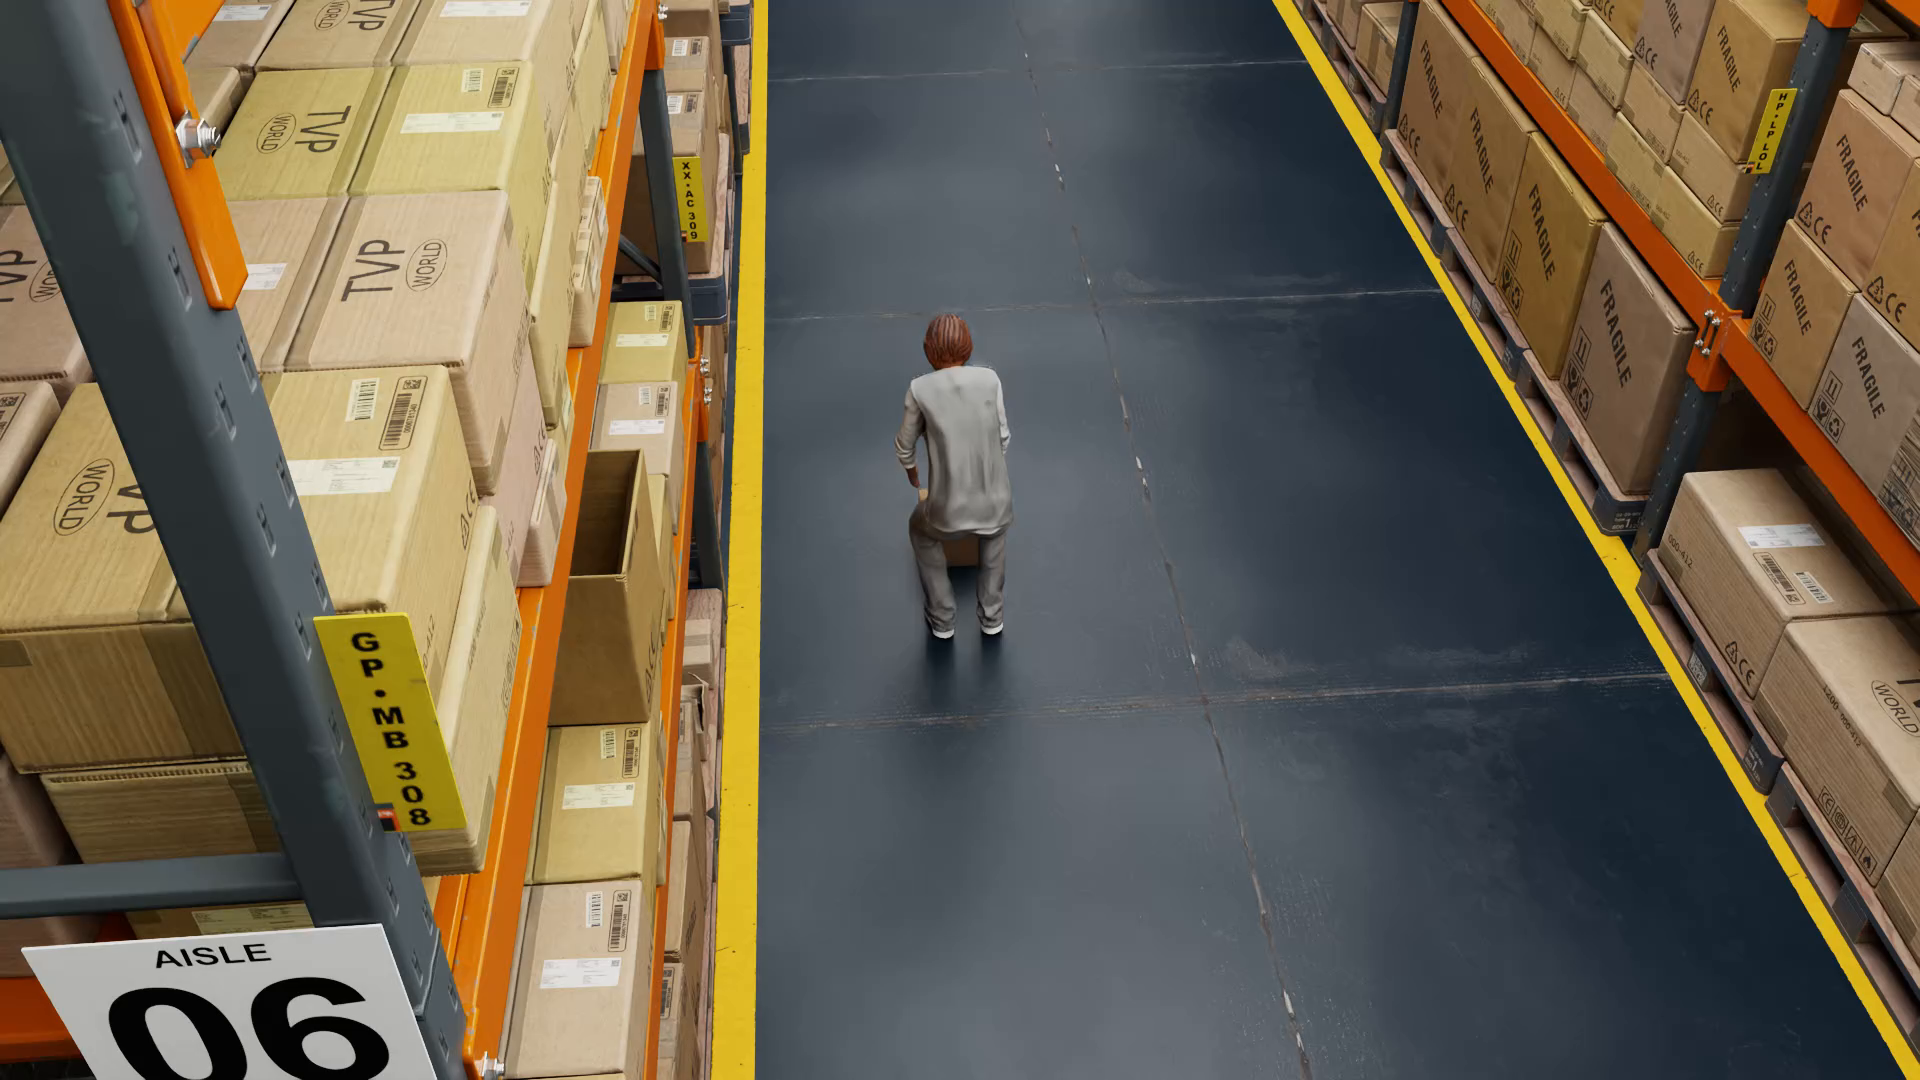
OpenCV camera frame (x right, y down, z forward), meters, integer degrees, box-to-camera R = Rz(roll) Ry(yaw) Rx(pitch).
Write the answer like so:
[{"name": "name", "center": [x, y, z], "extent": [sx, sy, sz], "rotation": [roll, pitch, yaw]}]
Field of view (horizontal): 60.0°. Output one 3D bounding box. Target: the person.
[{"name": "person", "center": [-0.019, -0.193, 6.607], "extent": [0.461, 1.336, 0.621], "rotation": [-5, 40, -6]}]
